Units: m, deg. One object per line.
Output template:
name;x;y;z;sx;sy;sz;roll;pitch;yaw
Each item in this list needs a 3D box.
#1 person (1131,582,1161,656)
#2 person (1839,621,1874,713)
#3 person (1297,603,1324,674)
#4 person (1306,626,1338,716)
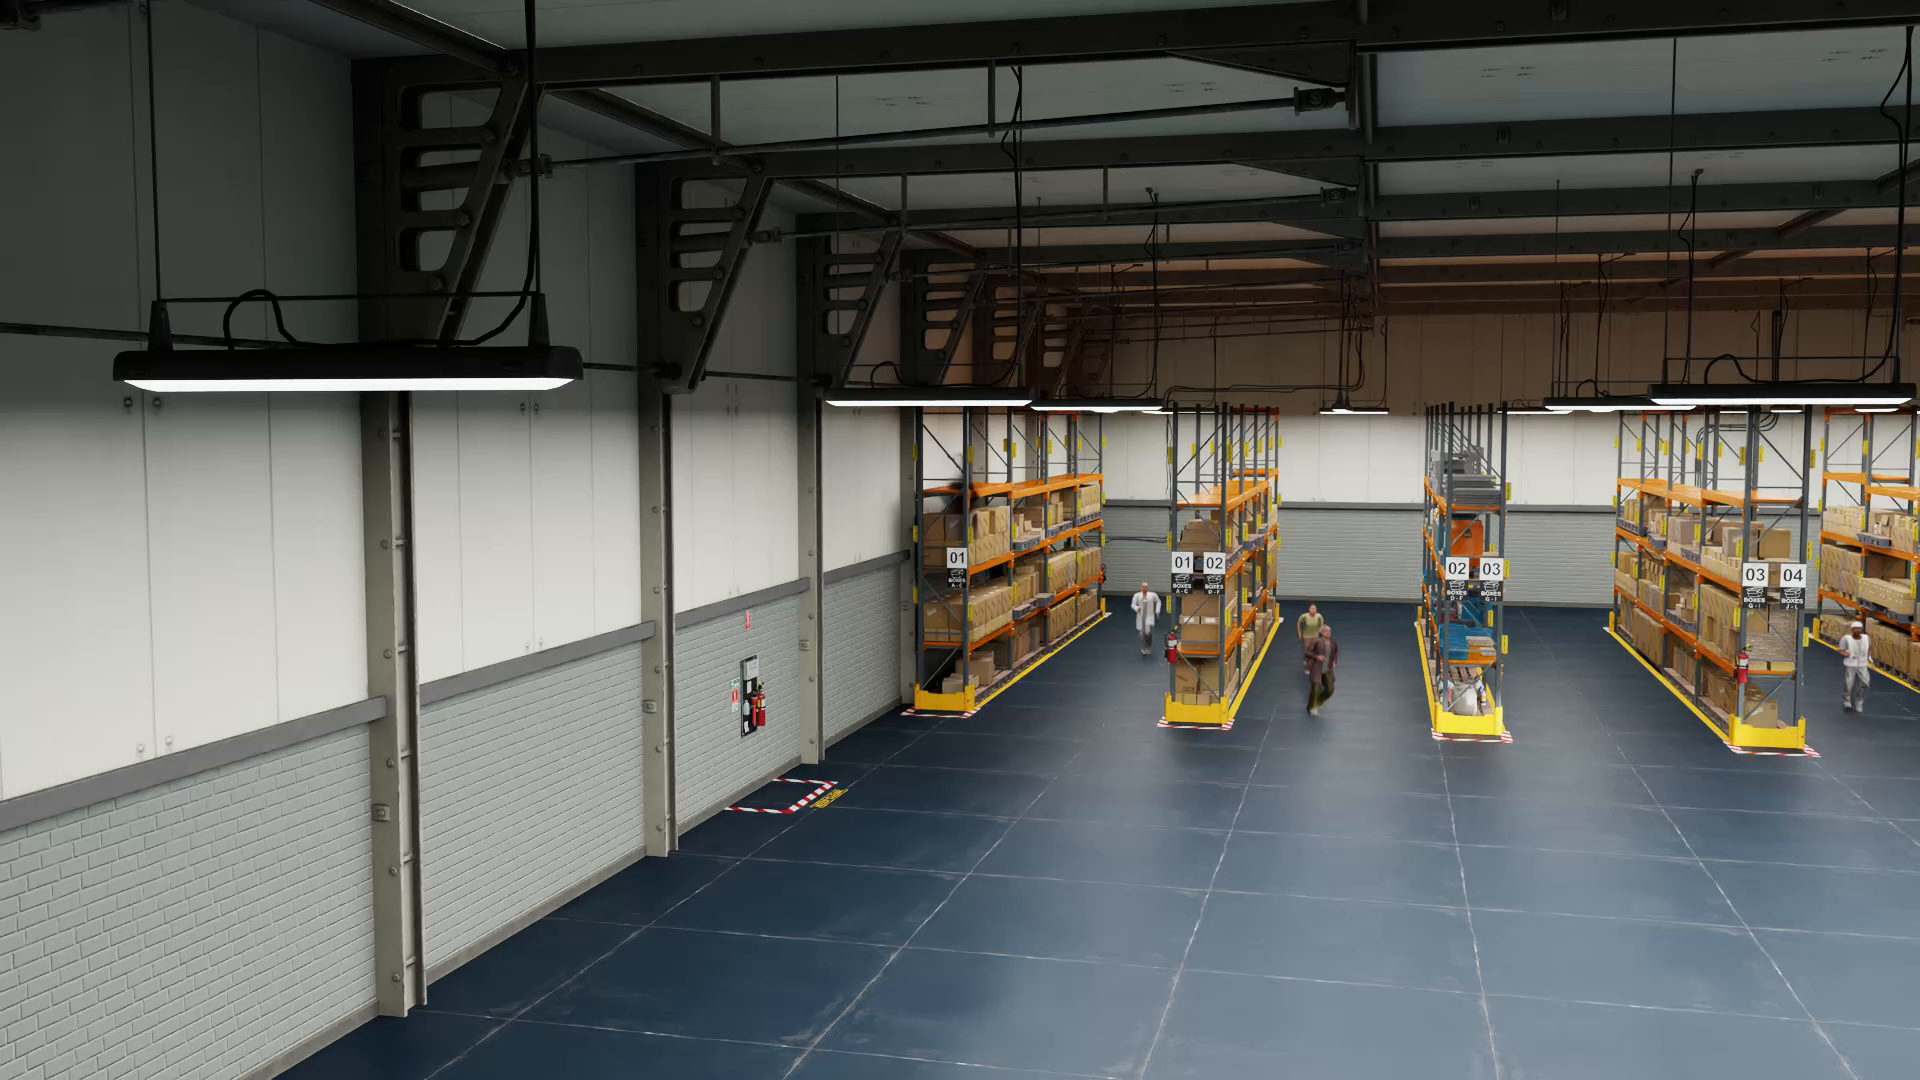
person;4.443;1.899;39.873;0.677;1.780;0.846;1;4;14
person;17.371;2.458;32.207;0.669;1.783;0.788;1;4;9
person;7.822;2.189;37.089;0.552;1.601;0.651;0;4;-5
person;6.981;2.511;31.791;0.729;1.751;0.680;-1;4;-14
